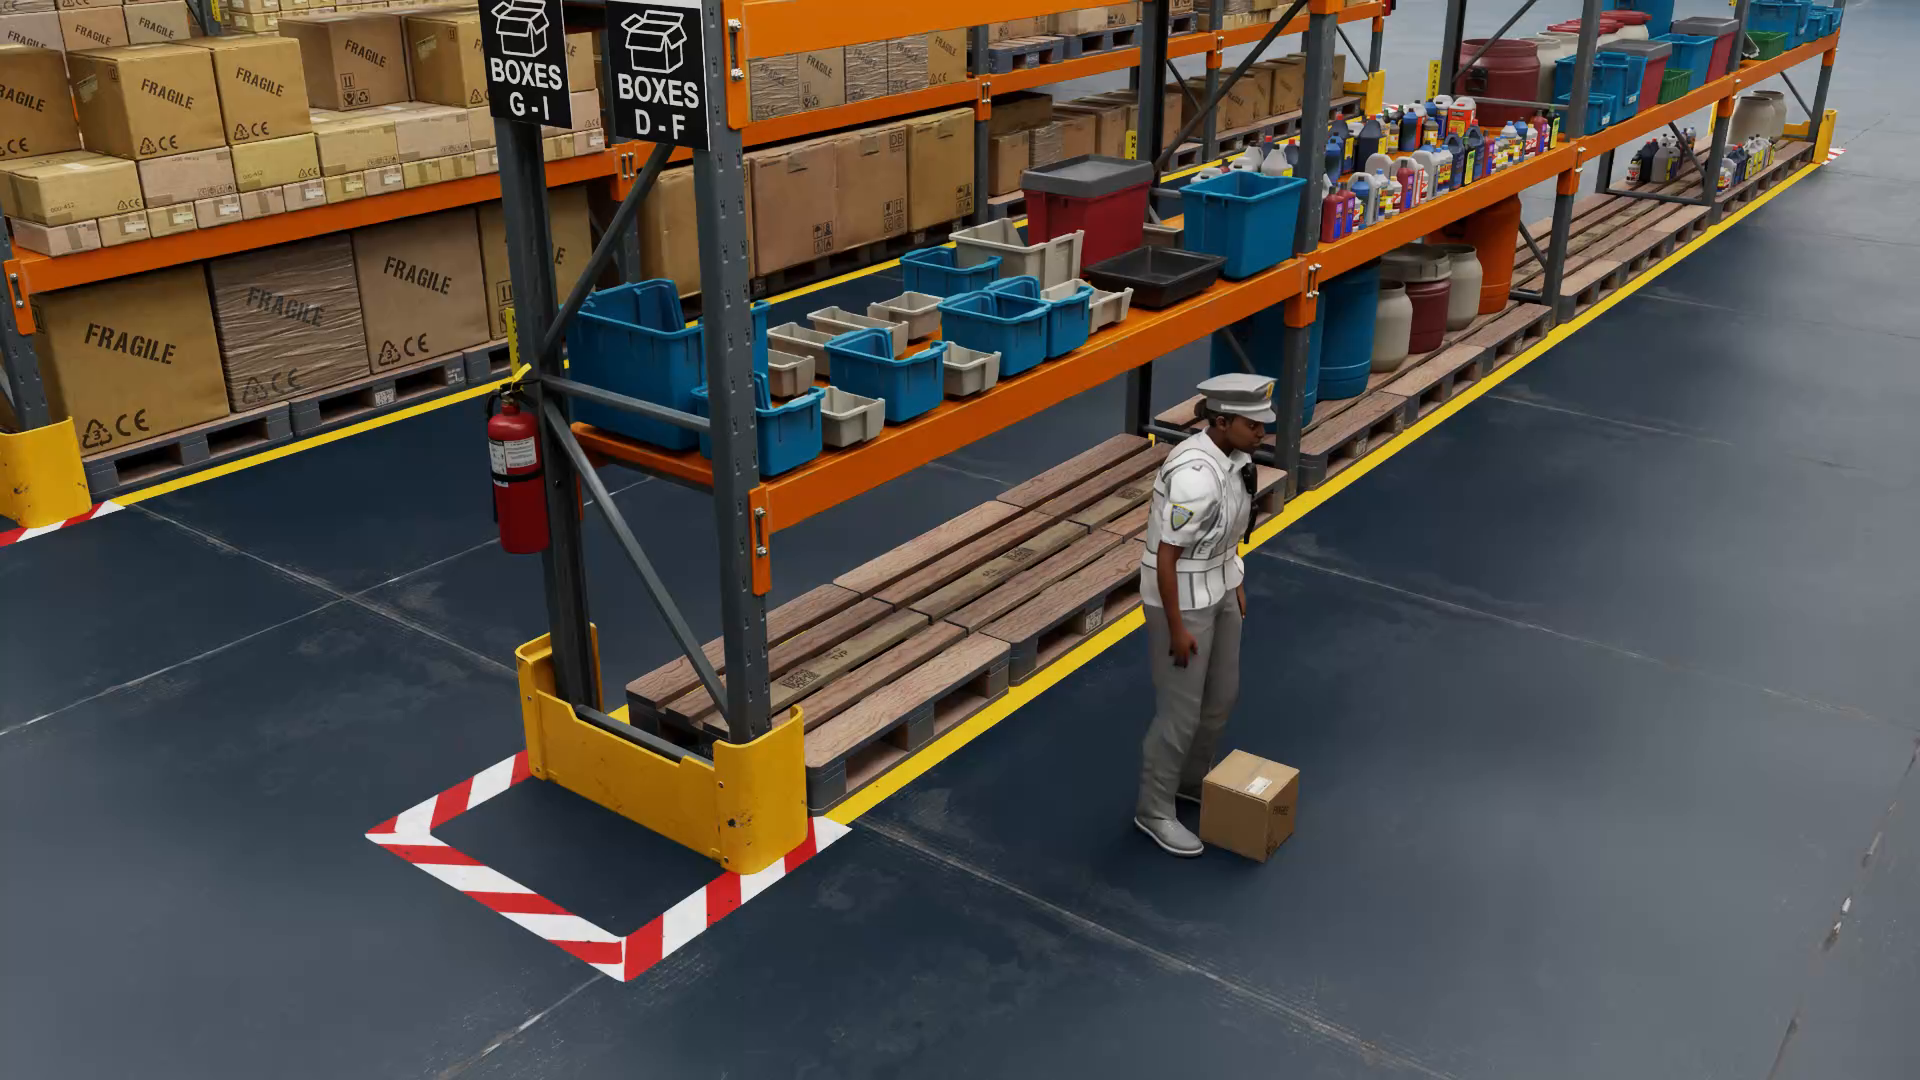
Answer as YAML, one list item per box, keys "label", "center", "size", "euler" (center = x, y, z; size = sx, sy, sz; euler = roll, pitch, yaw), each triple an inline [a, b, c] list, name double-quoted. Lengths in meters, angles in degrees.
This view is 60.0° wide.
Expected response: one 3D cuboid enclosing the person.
- label: "person"
  center: [0.820, 0.227, 5.651]
  size: [0.398, 1.659, 0.521]
  euler: [16, 28, 32]
